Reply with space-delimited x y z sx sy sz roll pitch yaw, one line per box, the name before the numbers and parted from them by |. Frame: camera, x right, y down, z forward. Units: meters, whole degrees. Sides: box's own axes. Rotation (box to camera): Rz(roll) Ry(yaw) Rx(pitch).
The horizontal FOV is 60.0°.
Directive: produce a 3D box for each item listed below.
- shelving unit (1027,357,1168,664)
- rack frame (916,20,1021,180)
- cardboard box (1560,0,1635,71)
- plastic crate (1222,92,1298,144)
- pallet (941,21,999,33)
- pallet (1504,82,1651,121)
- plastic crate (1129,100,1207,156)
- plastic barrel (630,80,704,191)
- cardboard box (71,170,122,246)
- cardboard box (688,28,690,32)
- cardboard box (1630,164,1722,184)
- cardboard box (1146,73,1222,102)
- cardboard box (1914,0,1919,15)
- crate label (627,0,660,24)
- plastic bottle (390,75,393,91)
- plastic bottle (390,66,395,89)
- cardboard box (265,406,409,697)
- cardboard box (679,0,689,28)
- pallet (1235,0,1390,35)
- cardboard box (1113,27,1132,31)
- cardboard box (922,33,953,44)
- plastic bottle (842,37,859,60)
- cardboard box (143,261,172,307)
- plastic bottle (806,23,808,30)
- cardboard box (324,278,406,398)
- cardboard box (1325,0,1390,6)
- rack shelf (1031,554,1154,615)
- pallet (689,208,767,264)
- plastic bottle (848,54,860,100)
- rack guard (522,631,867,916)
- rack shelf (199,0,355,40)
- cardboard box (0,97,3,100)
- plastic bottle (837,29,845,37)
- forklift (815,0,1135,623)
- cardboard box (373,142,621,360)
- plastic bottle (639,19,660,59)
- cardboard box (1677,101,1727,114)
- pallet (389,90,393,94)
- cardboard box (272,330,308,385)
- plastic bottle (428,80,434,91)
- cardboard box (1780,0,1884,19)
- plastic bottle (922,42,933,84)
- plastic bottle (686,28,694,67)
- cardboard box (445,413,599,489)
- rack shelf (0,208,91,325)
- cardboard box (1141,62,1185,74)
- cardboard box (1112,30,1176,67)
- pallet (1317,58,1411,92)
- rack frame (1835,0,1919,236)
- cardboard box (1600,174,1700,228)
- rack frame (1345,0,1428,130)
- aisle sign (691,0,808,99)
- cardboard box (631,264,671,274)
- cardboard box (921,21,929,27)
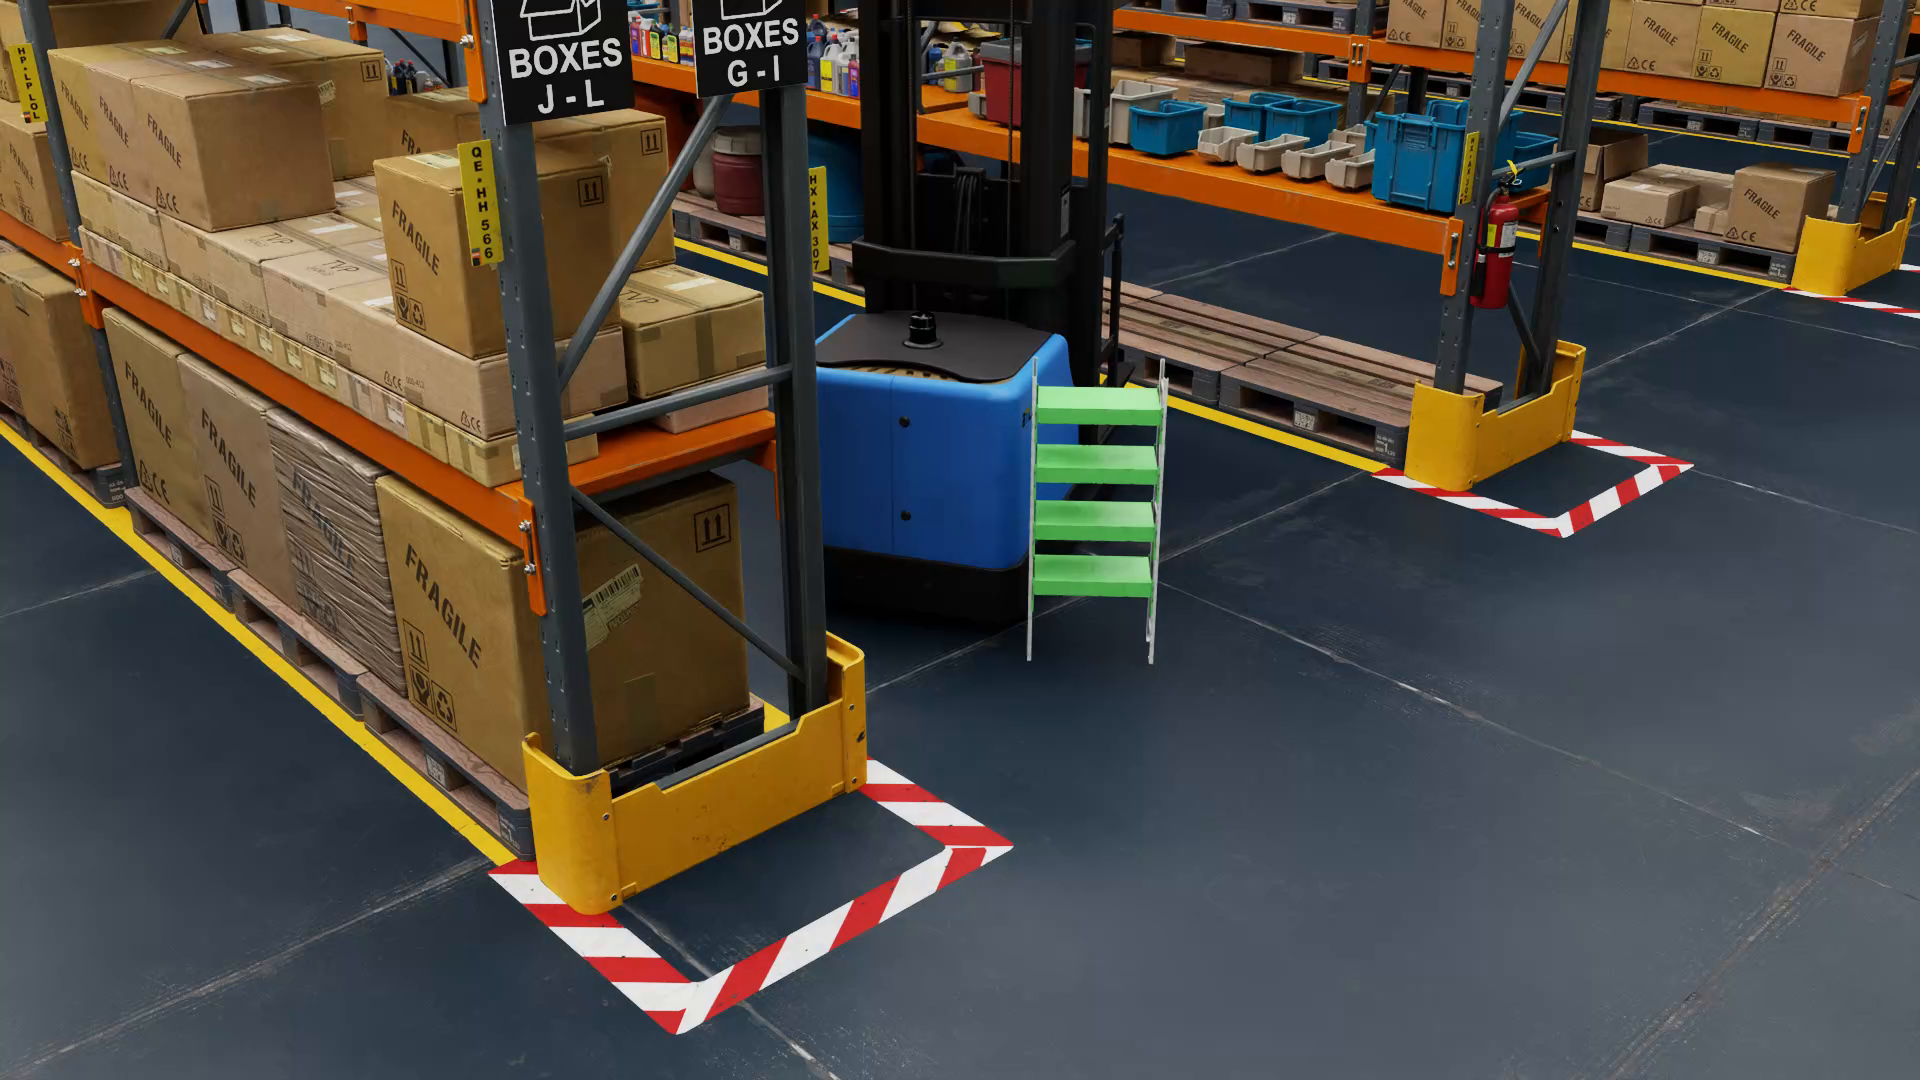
shelving unit | 0.527 -0.105 6.534 0.503 1.200 0.258 1 25 3
rack frame | 0.020 -3.025 10.766 1.000 3.000 0.127 -21 32 -38
cardboard box | 4.829 -3.782 12.306 0.500 0.500 0.500 -22 32 -39
plastic crate | 1.721 -2.422 9.574 0.416 0.233 0.300 -21 32 -38
pallet | 0.461 -7.553 24.053 1.003 0.211 1.213 -21 32 -38
pallet | 6.669 -4.779 17.971 1.003 0.211 1.213 -21 32 -38
plastic crate | 1.163 -2.313 9.336 0.416 0.233 0.300 -21 32 -38
plastic barrel | -2.367 -3.297 13.471 0.600 0.830 0.708 -21 32 -38
cardboard box | -3.465 -1.470 7.180 0.500 0.250 0.500 -22 32 -39
cardboard box | -2.993 -6.173 20.473 0.500 0.250 0.500 -21 32 -38
cardboard box | 5.524 -2.714 12.868 0.500 0.250 0.500 -21 32 -38
cardboard box | 2.069 -4.017 15.424 0.500 0.500 0.500 22 33 40
cardboard box | 9.125 -5.129 15.017 0.980 0.700 0.700 -22 32 -39
crate label | -2.728 -4.394 13.970 0.303 0.233 0.416 -21 32 -38
plastic bottle | -6.002 -4.887 17.690 0.097 0.201 0.097 0 25 0
plastic bottle | -5.953 -4.861 17.548 0.097 0.271 0.097 0 25 0
cardboard box | -1.979 -0.079 6.363 0.875 0.875 0.875 -21 32 -38
cardboard box | -3.336 -6.665 20.649 0.500 0.500 0.500 -21 32 -38
pallet | 3.172 -4.614 14.482 1.003 0.211 1.213 -21 32 -38
cardboard box | 2.299 -7.103 22.188 0.700 0.500 0.500 -20 31 -37
cardboard box | -0.336 -5.234 17.740 0.500 0.311 0.500 -21 32 -39
plastic bottle | -0.742 -3.229 11.273 0.144 0.351 0.185 -21 32 -38
cardboard box | -3.095 -1.083 6.812 0.380 0.149 0.250 -22 33 -40
plastic bottle | -1.172 -3.722 12.435 0.061 0.283 0.133 -21 32 -38
cardboard box | -1.732 -0.700 5.493 0.500 0.250 0.500 -22 32 -39
cardboard box | 3.478 -4.872 14.189 0.500 0.500 0.700 12 27 25
rack shelf | 0.527 0.172 6.660 0.480 0.148 0.258 1 25 3
pallet | -1.315 -2.371 12.694 1.003 0.211 1.213 -21 32 -38
plastic bottle | -0.677 -3.056 10.976 0.061 0.283 0.133 -21 32 -38
rack guard | -0.845 0.737 5.532 1.175 0.500 0.348 -21 32 -38
rack shelf | -6.815 -5.727 17.556 1.077 0.370 4.000 -21 32 -38
cardboard box | -4.810 -2.037 8.482 0.500 0.500 0.500 -22 32 -39
plastic bottle | -0.869 -3.608 12.200 0.097 0.271 0.097 0 25 0
forklift | 0.195 -1.580 7.681 1.130 2.935 3.031 8 26 16
cardboard box | -1.386 -0.889 5.003 0.500 0.500 0.500 -21 32 -38
plastic bottle | -2.338 -3.817 12.652 0.152 0.276 0.135 -21 32 -38
cardboard box | 7.688 -4.633 16.798 0.700 0.500 0.500 -21 32 -38
pallet | -6.714 -4.765 17.940 1.003 0.211 1.213 -21 32 -38
cardboard box | -2.222 -0.695 5.963 0.380 0.149 0.250 -21 32 -38
plastic bottle | -5.415 -4.627 17.120 0.097 0.201 0.097 0 25 0
cardboard box | 5.868 -3.774 11.084 0.500 0.500 0.500 -22 32 -39
plastic bottle | -0.268 -3.327 11.579 0.152 0.276 0.135 -21 32 -38
plastic bottle | -1.963 -3.632 12.253 0.097 0.271 0.097 0 25 0
cardboard box | -1.345 -0.308 5.113 0.380 0.149 0.250 -20 32 -38
rack shelf | -4.962 -1.898 9.164 1.077 0.370 4.000 -21 32 -38
cardboard box | 2.069 -4.330 16.109 0.500 0.500 0.500 22 33 40
cardboard box | 1.757 -4.812 16.262 0.500 0.250 0.500 -20 31 -37
pallet | 5.002 -5.518 19.591 1.003 0.211 1.213 -21 32 -38
rack frame | 6.372 -3.217 11.187 1.000 3.000 0.127 -21 32 -38
cardboard box | 5.194 -2.557 12.524 0.500 0.250 0.500 -21 32 -38
rack frame | 3.638 -4.429 13.844 1.000 3.000 0.127 -21 32 -38
aisle sign | -0.593 -1.654 4.629 0.394 0.787 0.004 -21 32 -38
cardboard box | -1.352 -0.852 5.827 0.500 0.250 0.500 -22 32 -39
cardboard box | -0.644 -5.699 18.758 0.500 0.311 0.500 -21 32 -39
